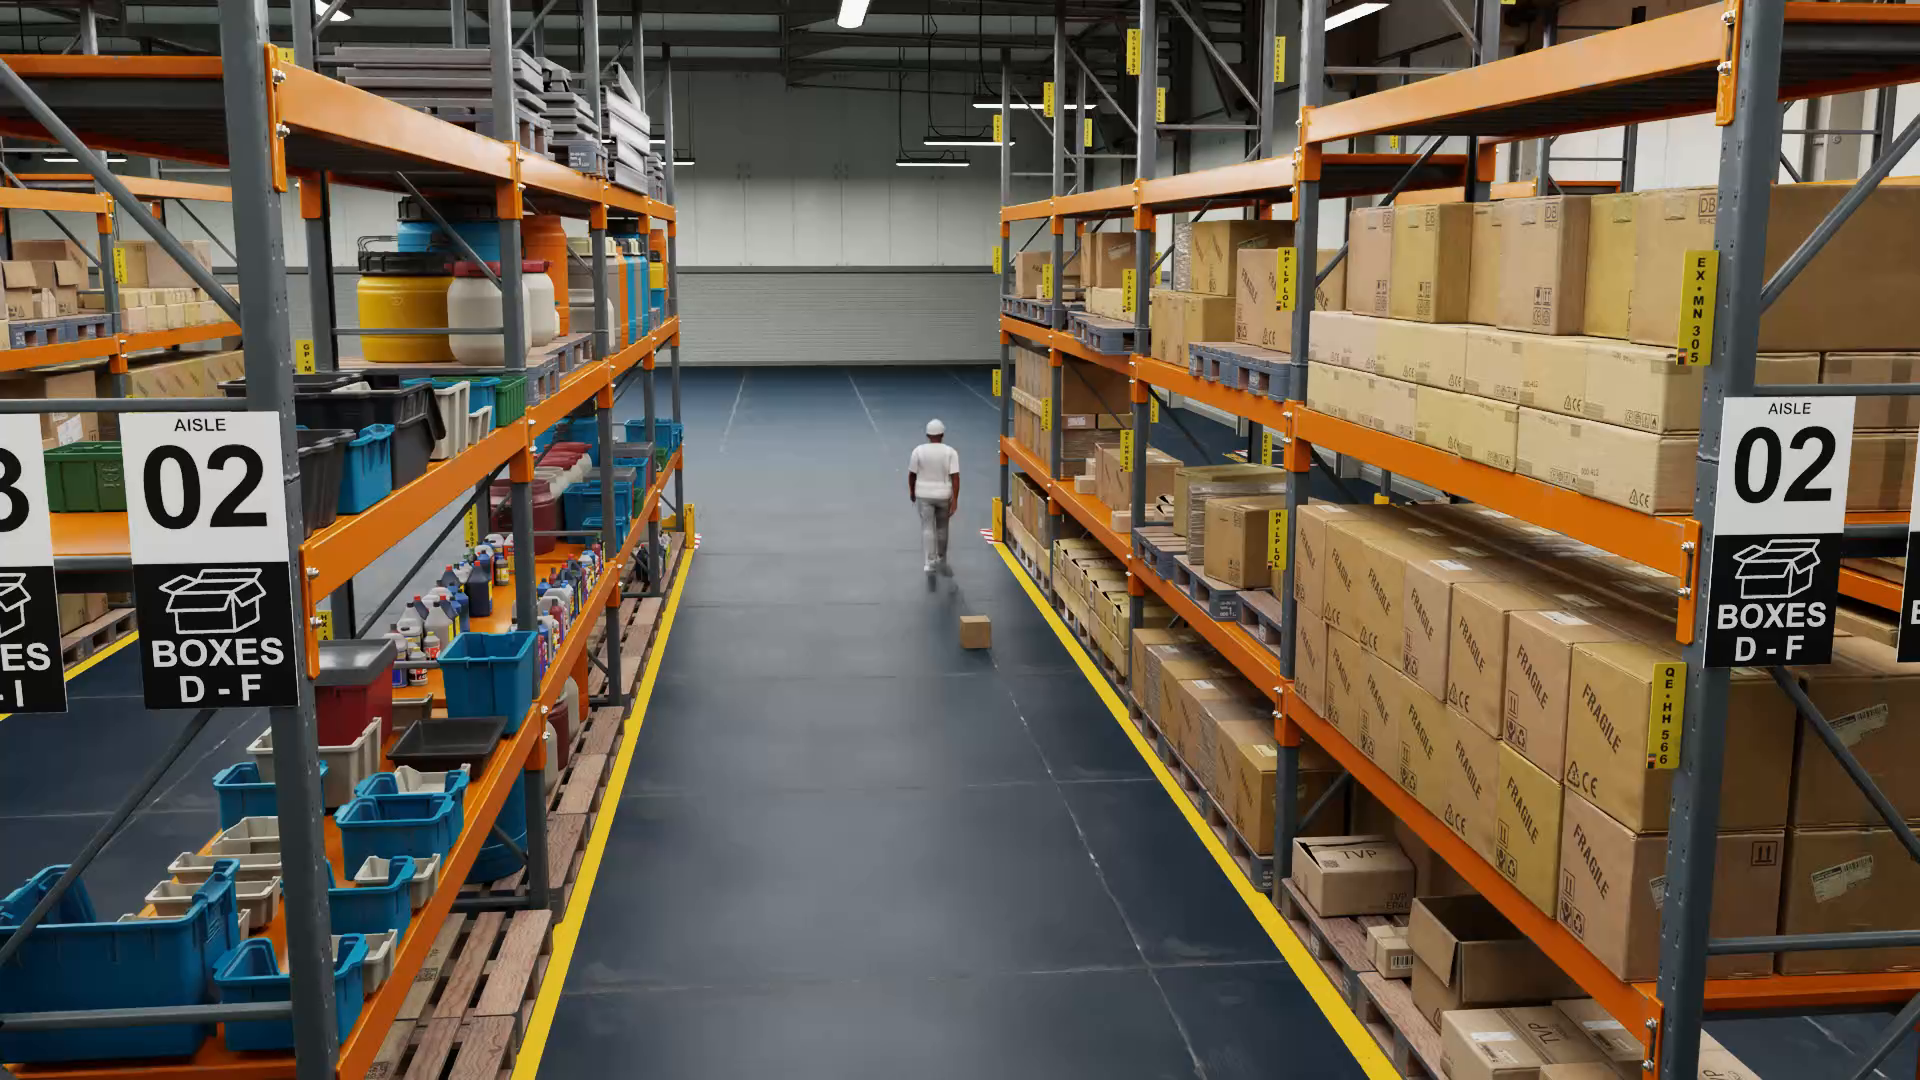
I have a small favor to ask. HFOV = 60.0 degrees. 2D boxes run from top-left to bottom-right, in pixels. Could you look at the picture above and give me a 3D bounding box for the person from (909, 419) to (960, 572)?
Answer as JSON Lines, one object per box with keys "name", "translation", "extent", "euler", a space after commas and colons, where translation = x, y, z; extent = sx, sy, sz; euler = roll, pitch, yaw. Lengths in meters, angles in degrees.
{"name": "person", "translation": [-0.299, -0.511, 18.774], "extent": [0.561, 1.722, 1.057], "euler": [-1, 10, -6]}
